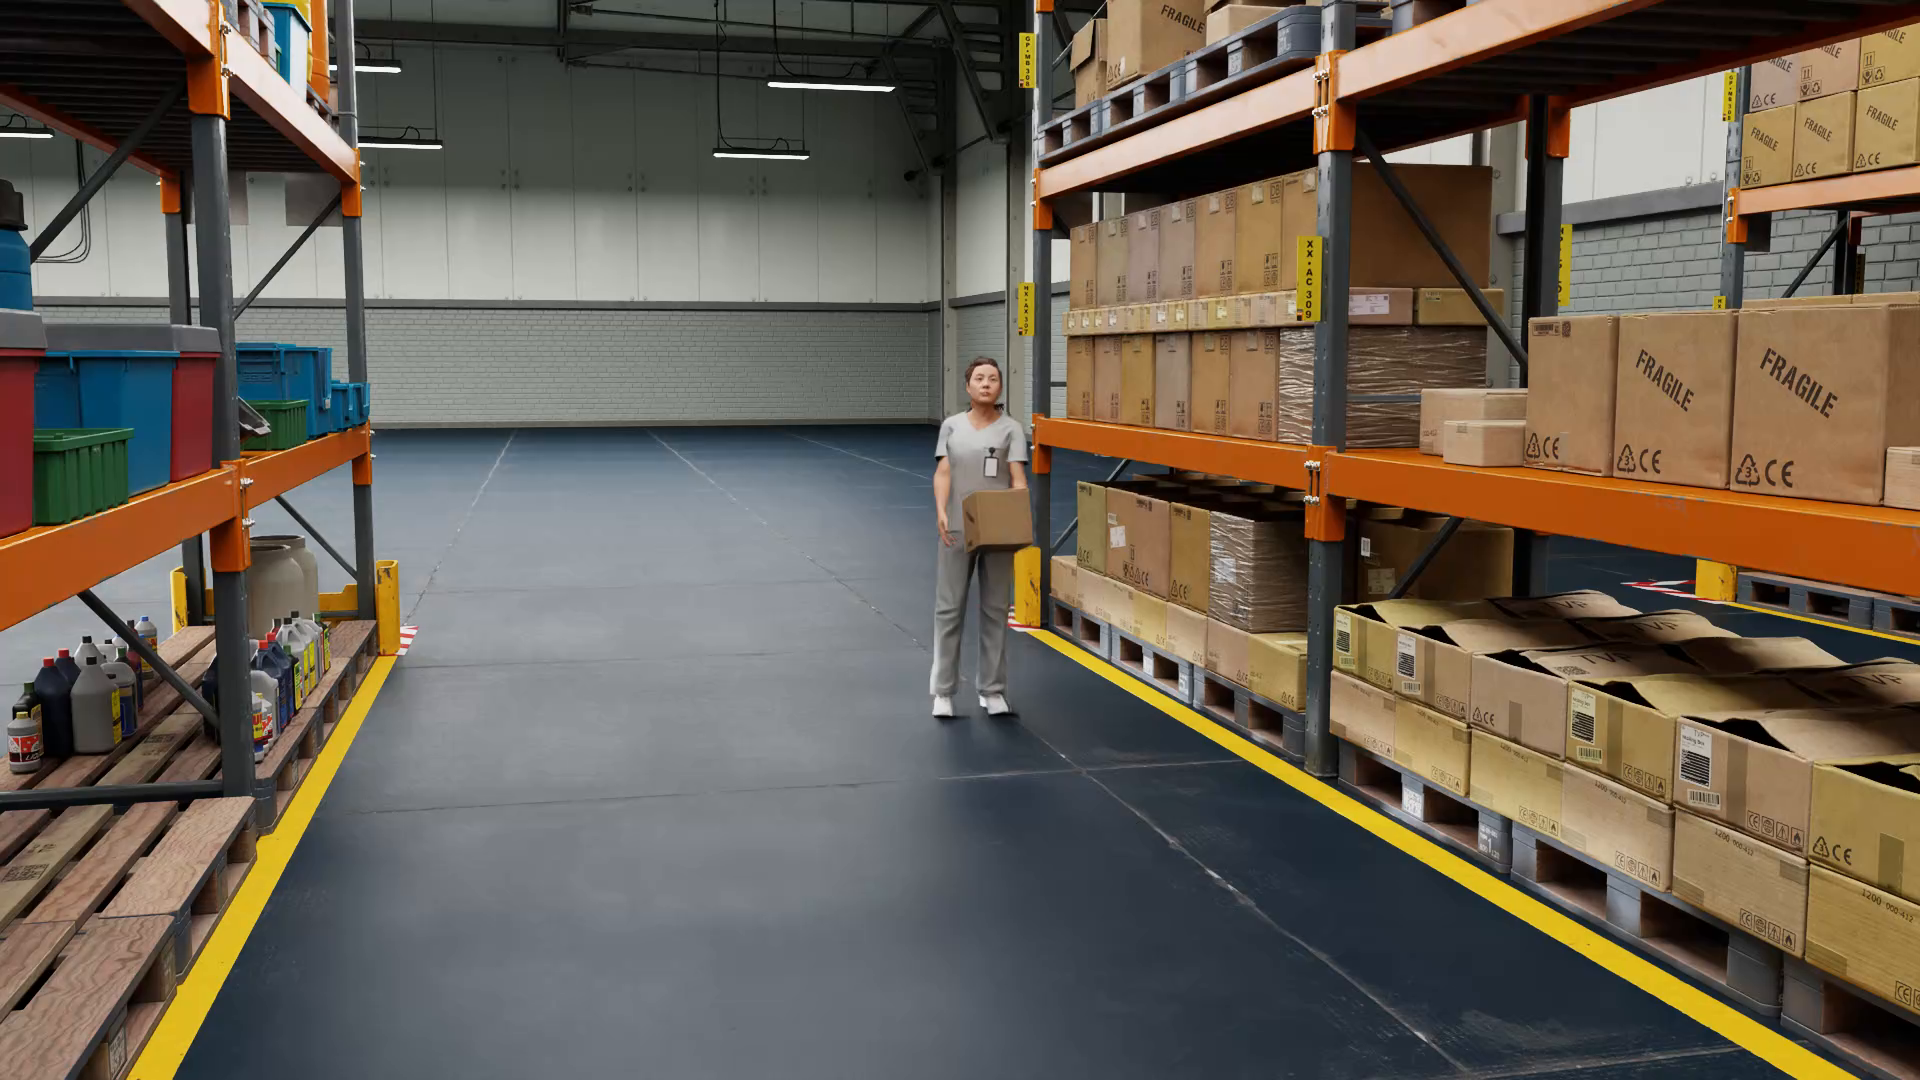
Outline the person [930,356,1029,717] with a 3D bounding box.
[{"bbox_3d":[0.089,-0.020,7.819,0.465,1.677,0.525,1,6,7],"label":"person"}]
